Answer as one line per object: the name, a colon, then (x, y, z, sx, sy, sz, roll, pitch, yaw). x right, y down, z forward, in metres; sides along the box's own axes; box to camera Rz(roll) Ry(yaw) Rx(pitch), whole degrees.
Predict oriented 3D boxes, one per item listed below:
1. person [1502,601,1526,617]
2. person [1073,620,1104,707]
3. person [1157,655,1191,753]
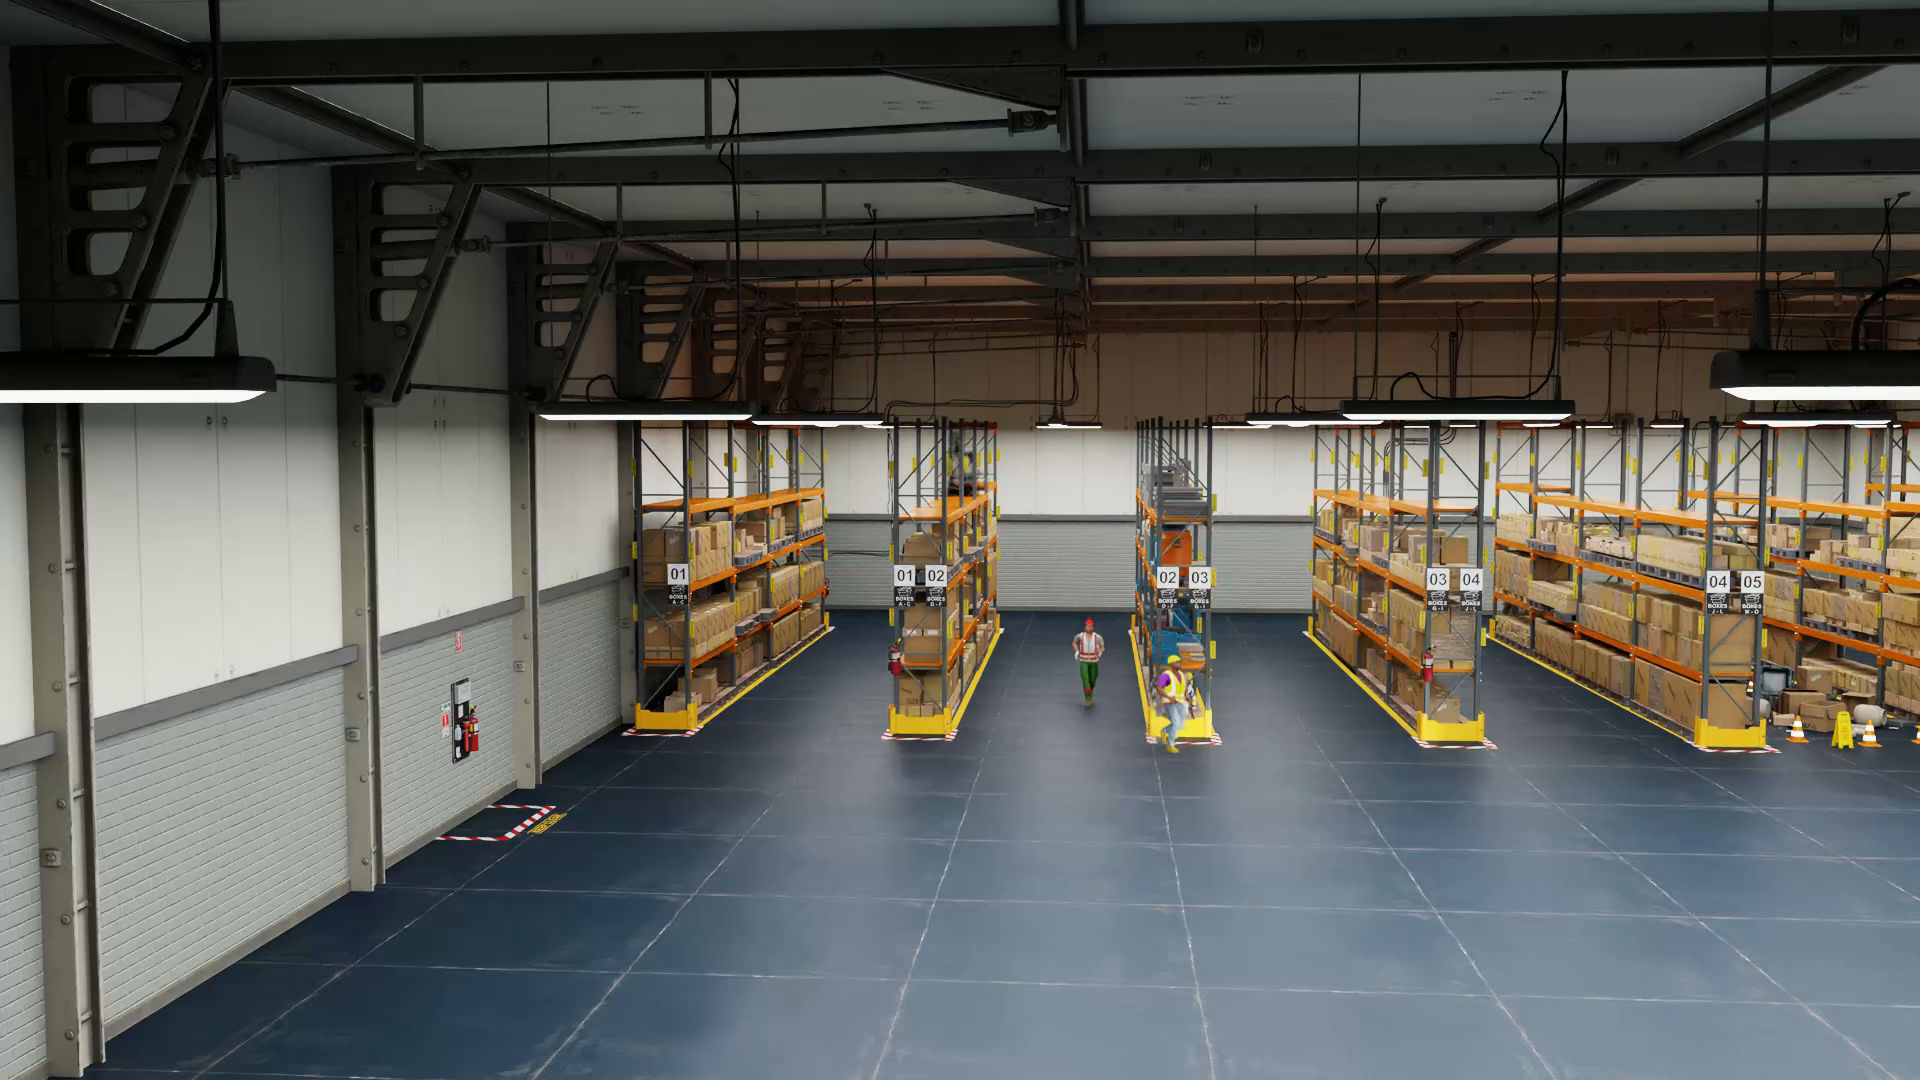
person: (15.886, 1.703, 47.736, 1.034, 1.762, 0.728, -1, 4, -8)
person: (2.703, 2.560, 34.892, 0.656, 1.788, 0.941, 0, 4, 2)
person: (3.820, 2.925, 29.842, 0.760, 1.724, 0.585, -3, 5, -41)
